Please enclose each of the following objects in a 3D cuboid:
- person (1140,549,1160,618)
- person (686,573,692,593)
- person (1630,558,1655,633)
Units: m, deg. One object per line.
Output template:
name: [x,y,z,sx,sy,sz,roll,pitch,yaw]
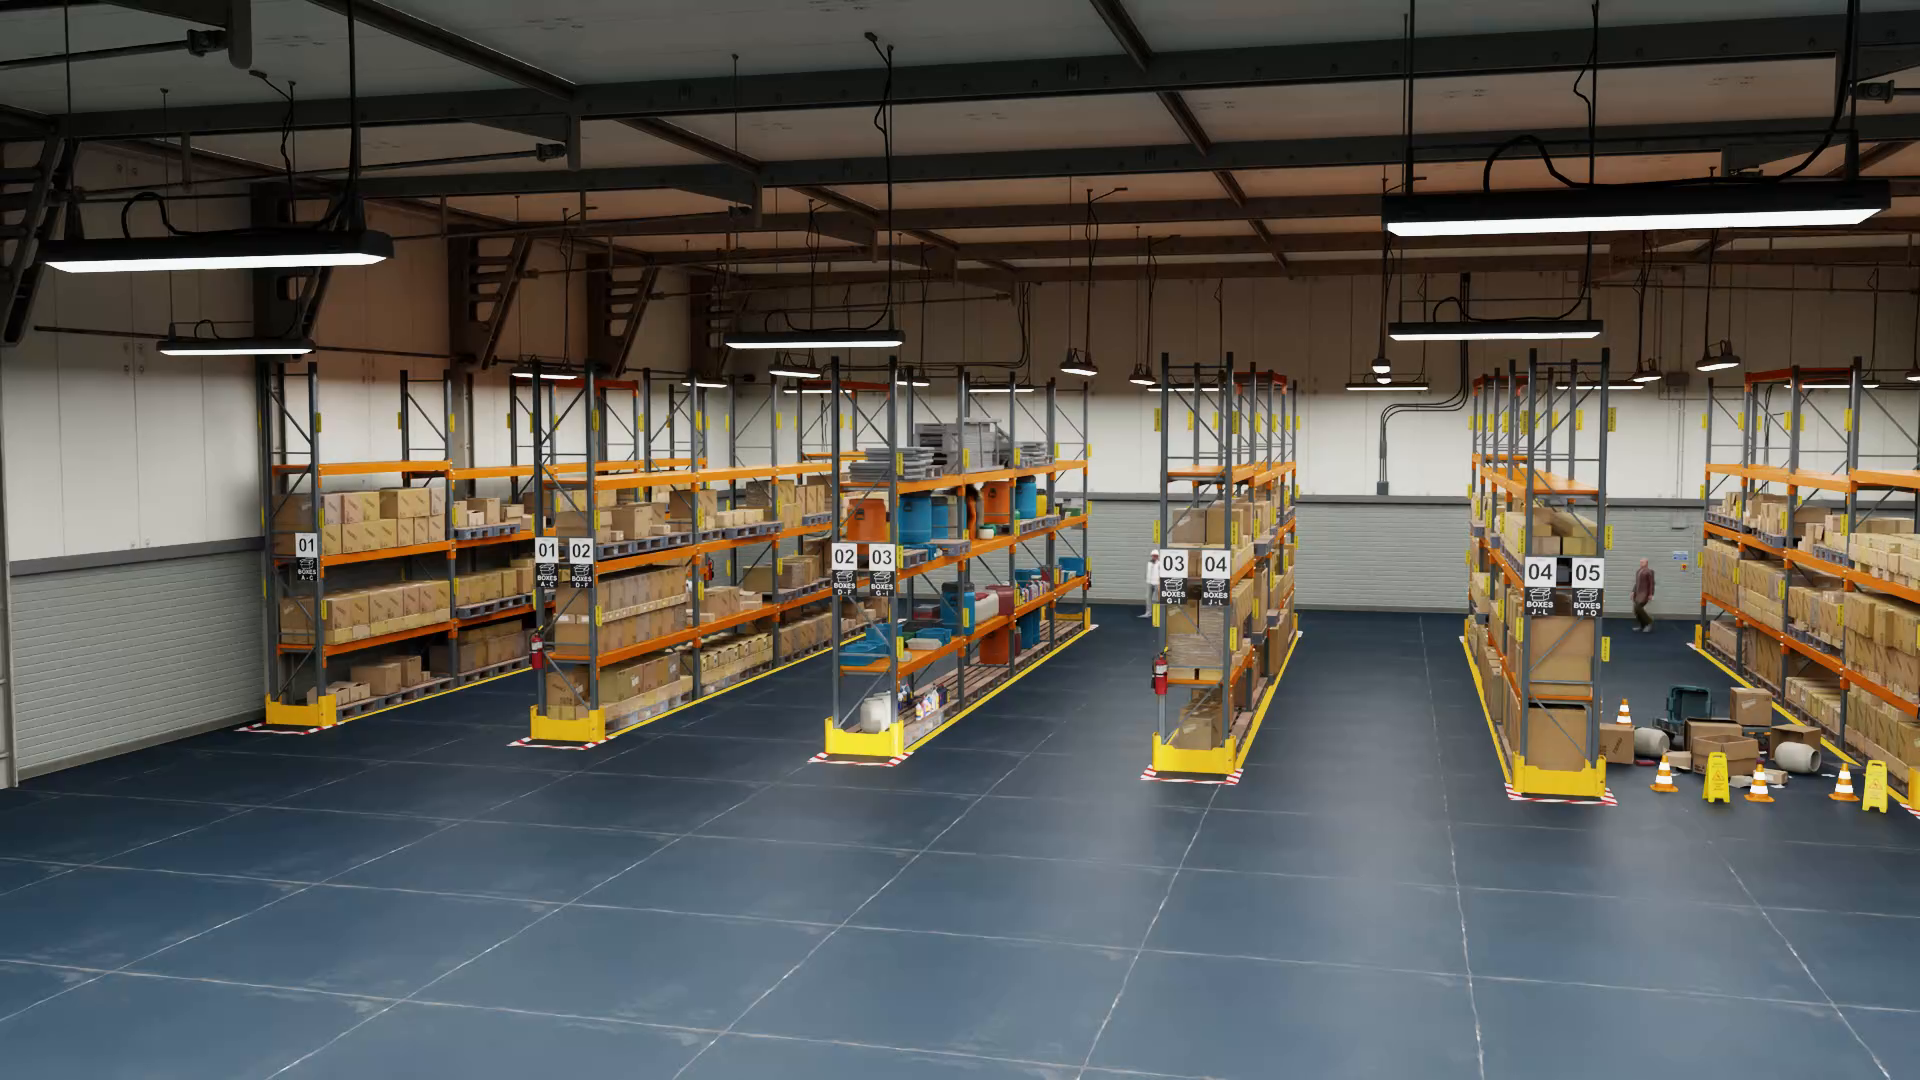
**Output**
person: [5.021,1.121,42.753,0.829,1.758,0.553,-3,5,-41]
person: [-6.378,1.481,38.285,0.489,1.632,0.665,1,4,11]
person: [16.284,1.312,39.700,0.512,1.790,0.570,0,4,-5]
